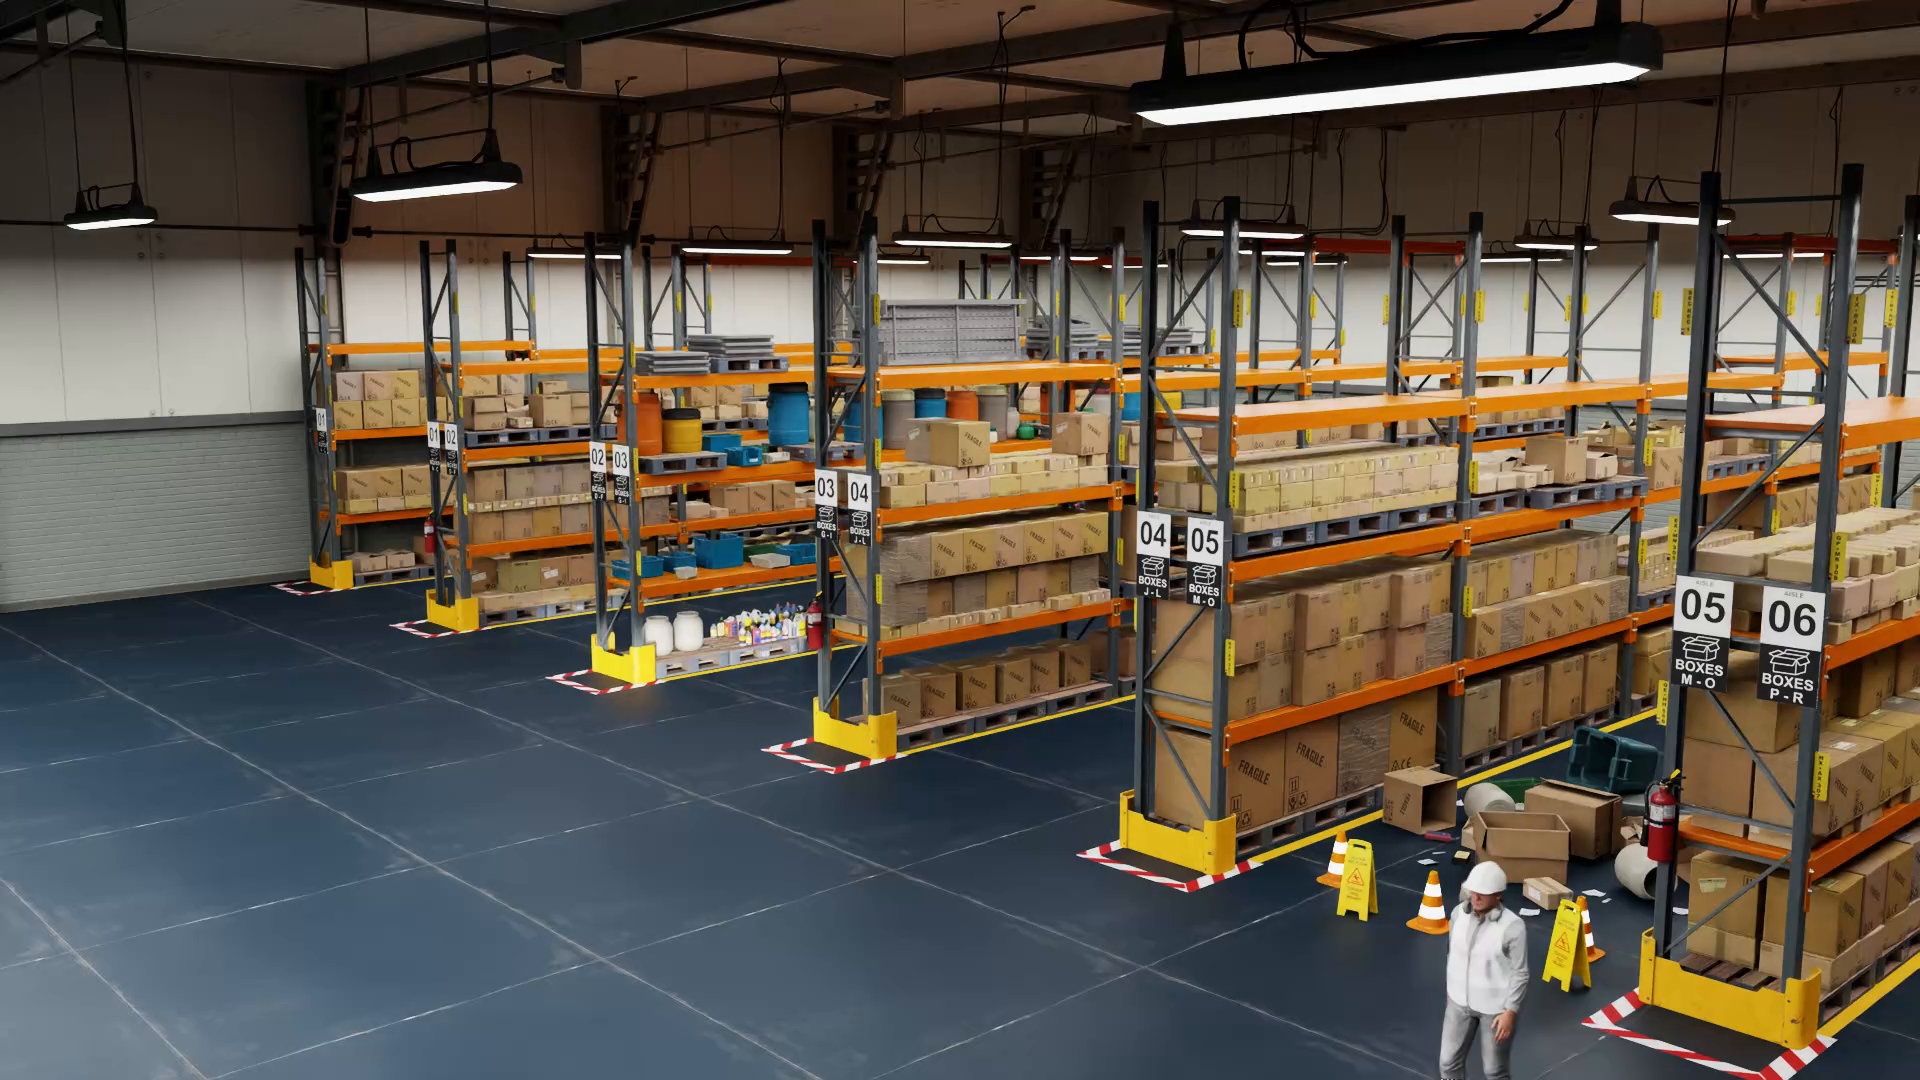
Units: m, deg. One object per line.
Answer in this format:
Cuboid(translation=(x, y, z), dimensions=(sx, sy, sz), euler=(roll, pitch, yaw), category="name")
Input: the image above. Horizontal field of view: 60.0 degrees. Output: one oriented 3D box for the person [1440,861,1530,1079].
Cuboid(translation=(3.174, 2.842, 10.120), dimensions=(0.580, 1.814, 0.580), euler=(-7, 11, -41), category="person")
